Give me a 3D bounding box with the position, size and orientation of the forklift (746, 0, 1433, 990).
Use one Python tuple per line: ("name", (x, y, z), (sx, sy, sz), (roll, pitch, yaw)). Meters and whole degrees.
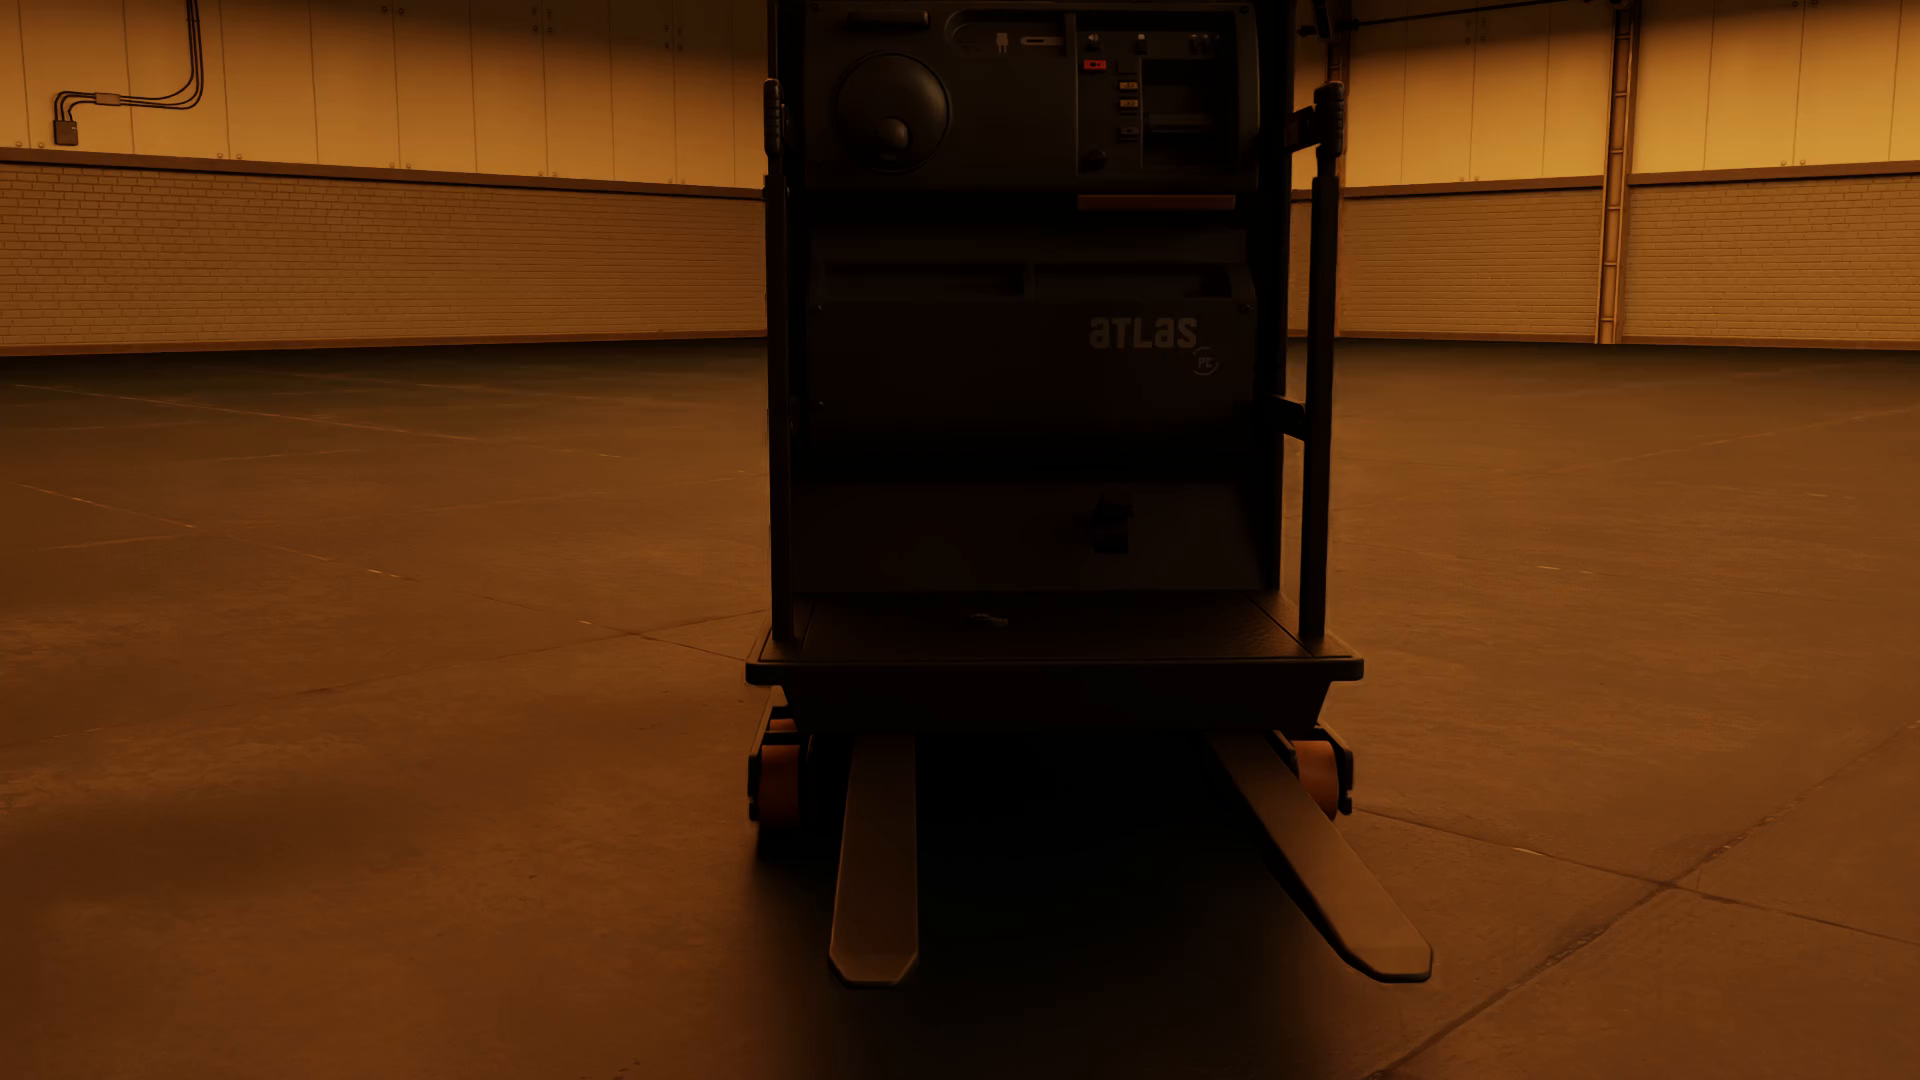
("forklift", (0.156, -0.953, 3.202), (1.130, 2.935, 3.031), (0, 9, -2))
